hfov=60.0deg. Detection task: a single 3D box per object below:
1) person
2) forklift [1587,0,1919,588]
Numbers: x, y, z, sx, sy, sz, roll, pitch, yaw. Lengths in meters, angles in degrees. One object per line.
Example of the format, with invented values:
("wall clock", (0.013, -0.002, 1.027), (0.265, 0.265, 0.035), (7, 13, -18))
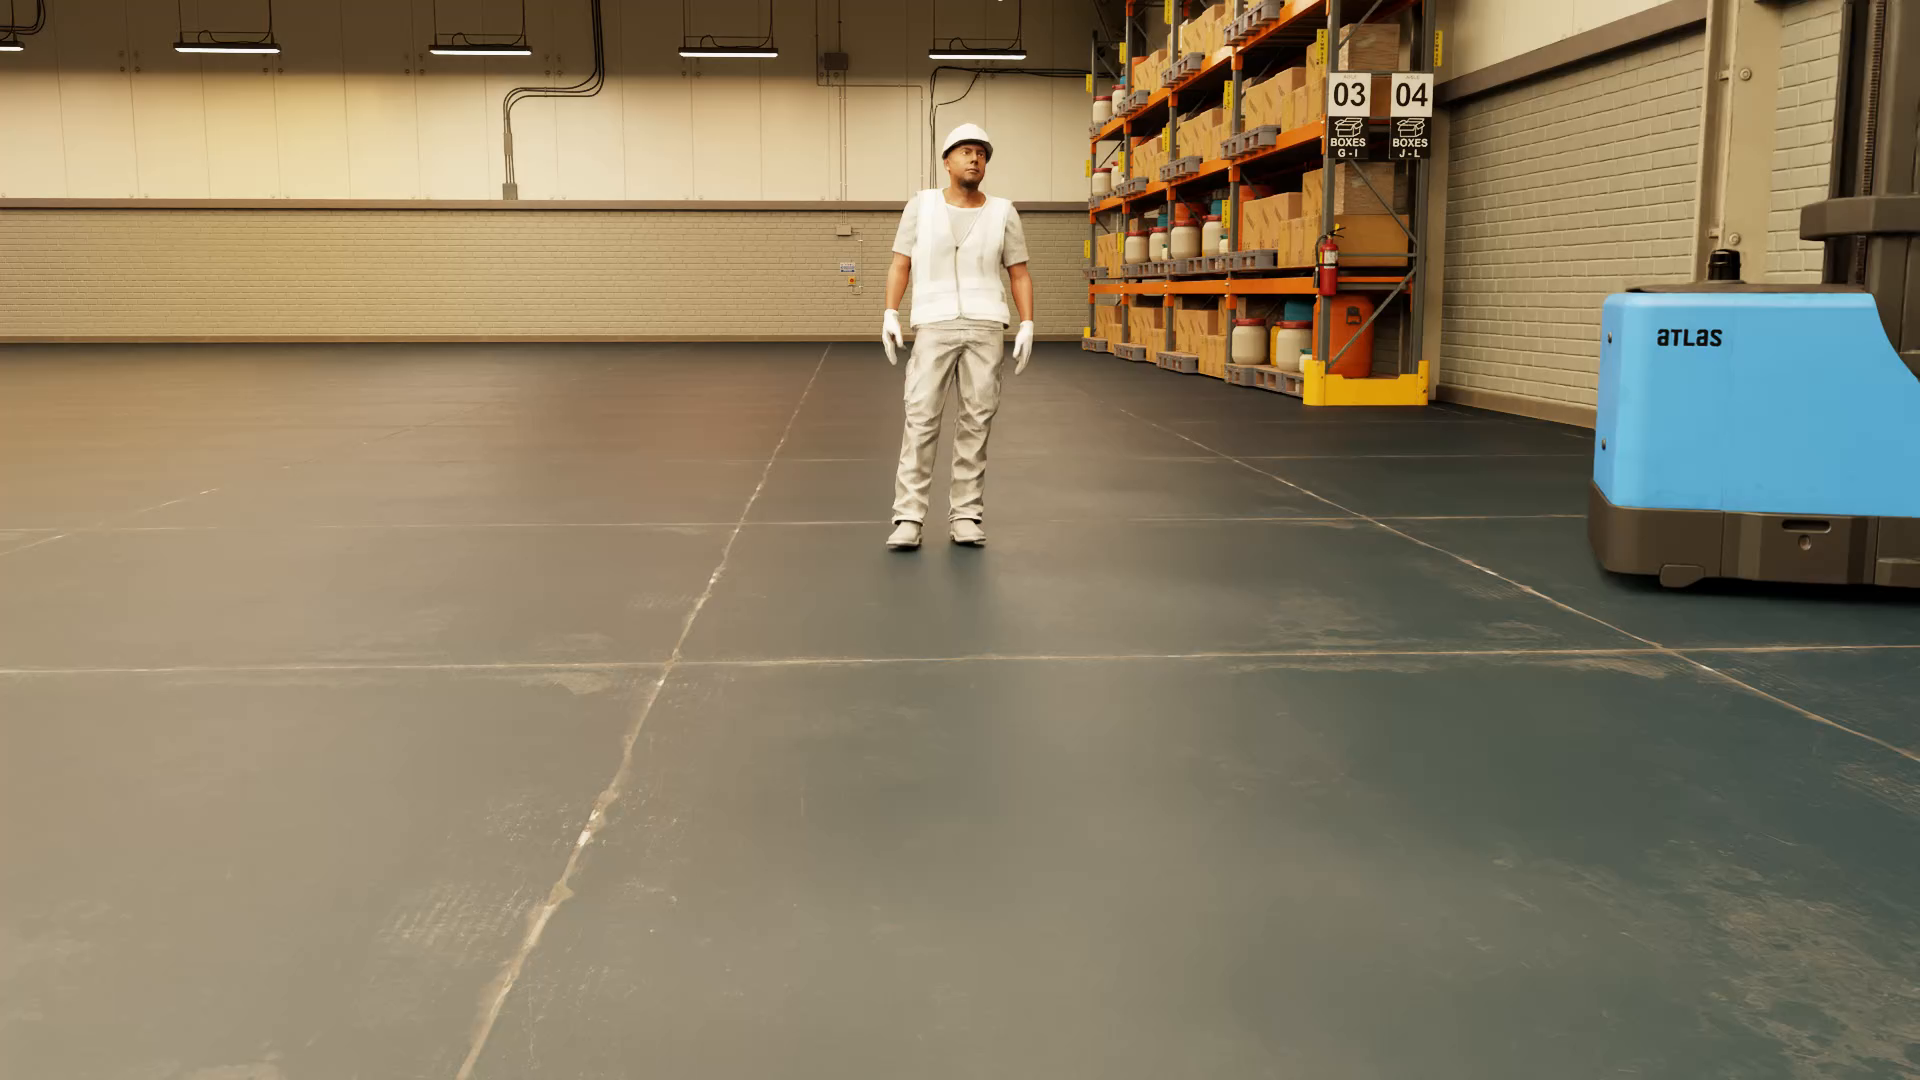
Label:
("person", (-0.003, -0.878, 7.106), (0.656, 1.784, 0.575), (-1, 8, -4))
("forklift", (3.939, -1.270, 5.882), (3.031, 2.935, 1.130), (2, 9, 16))
